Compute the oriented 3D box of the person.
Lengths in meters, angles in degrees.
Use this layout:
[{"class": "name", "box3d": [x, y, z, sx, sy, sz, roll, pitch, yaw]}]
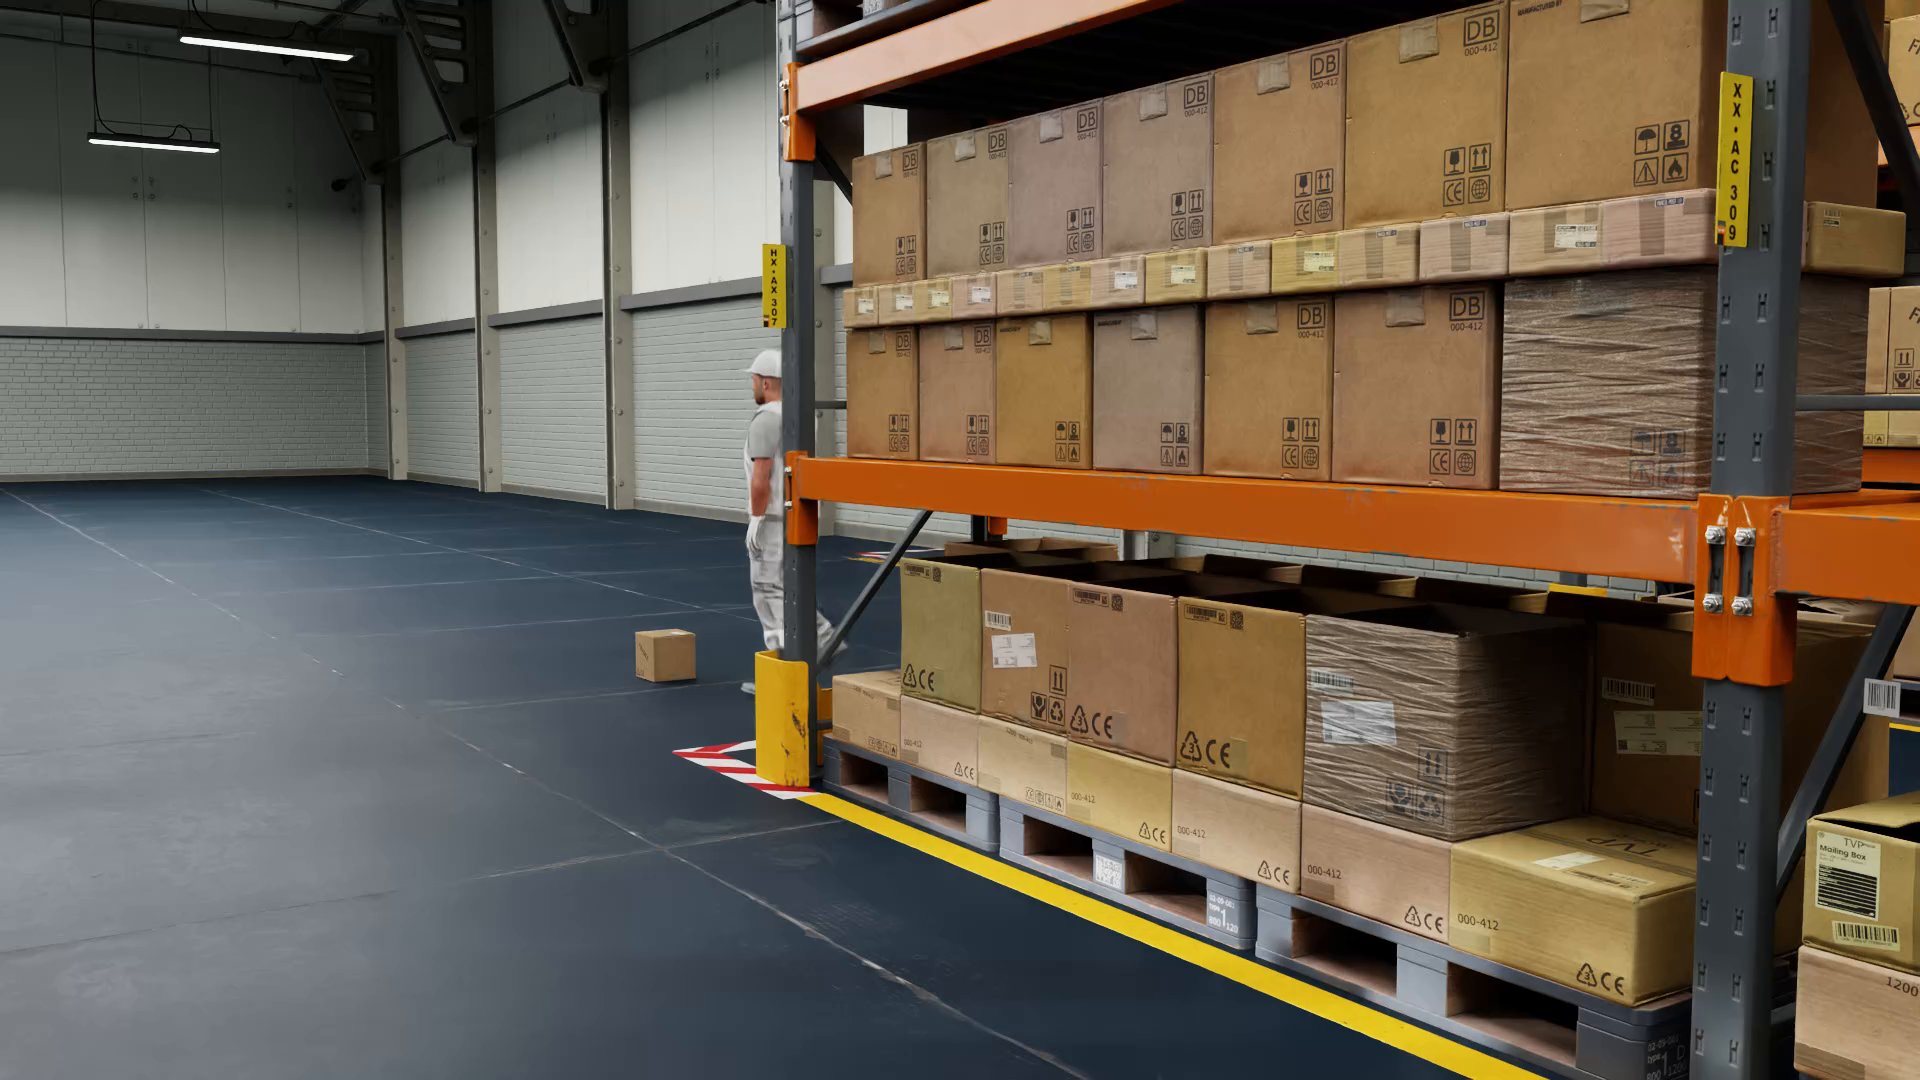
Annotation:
[{"class": "person", "box3d": [-0.878, -0.089, 8.598, 0.534, 1.779, 0.587, 1, 5, 17]}]
